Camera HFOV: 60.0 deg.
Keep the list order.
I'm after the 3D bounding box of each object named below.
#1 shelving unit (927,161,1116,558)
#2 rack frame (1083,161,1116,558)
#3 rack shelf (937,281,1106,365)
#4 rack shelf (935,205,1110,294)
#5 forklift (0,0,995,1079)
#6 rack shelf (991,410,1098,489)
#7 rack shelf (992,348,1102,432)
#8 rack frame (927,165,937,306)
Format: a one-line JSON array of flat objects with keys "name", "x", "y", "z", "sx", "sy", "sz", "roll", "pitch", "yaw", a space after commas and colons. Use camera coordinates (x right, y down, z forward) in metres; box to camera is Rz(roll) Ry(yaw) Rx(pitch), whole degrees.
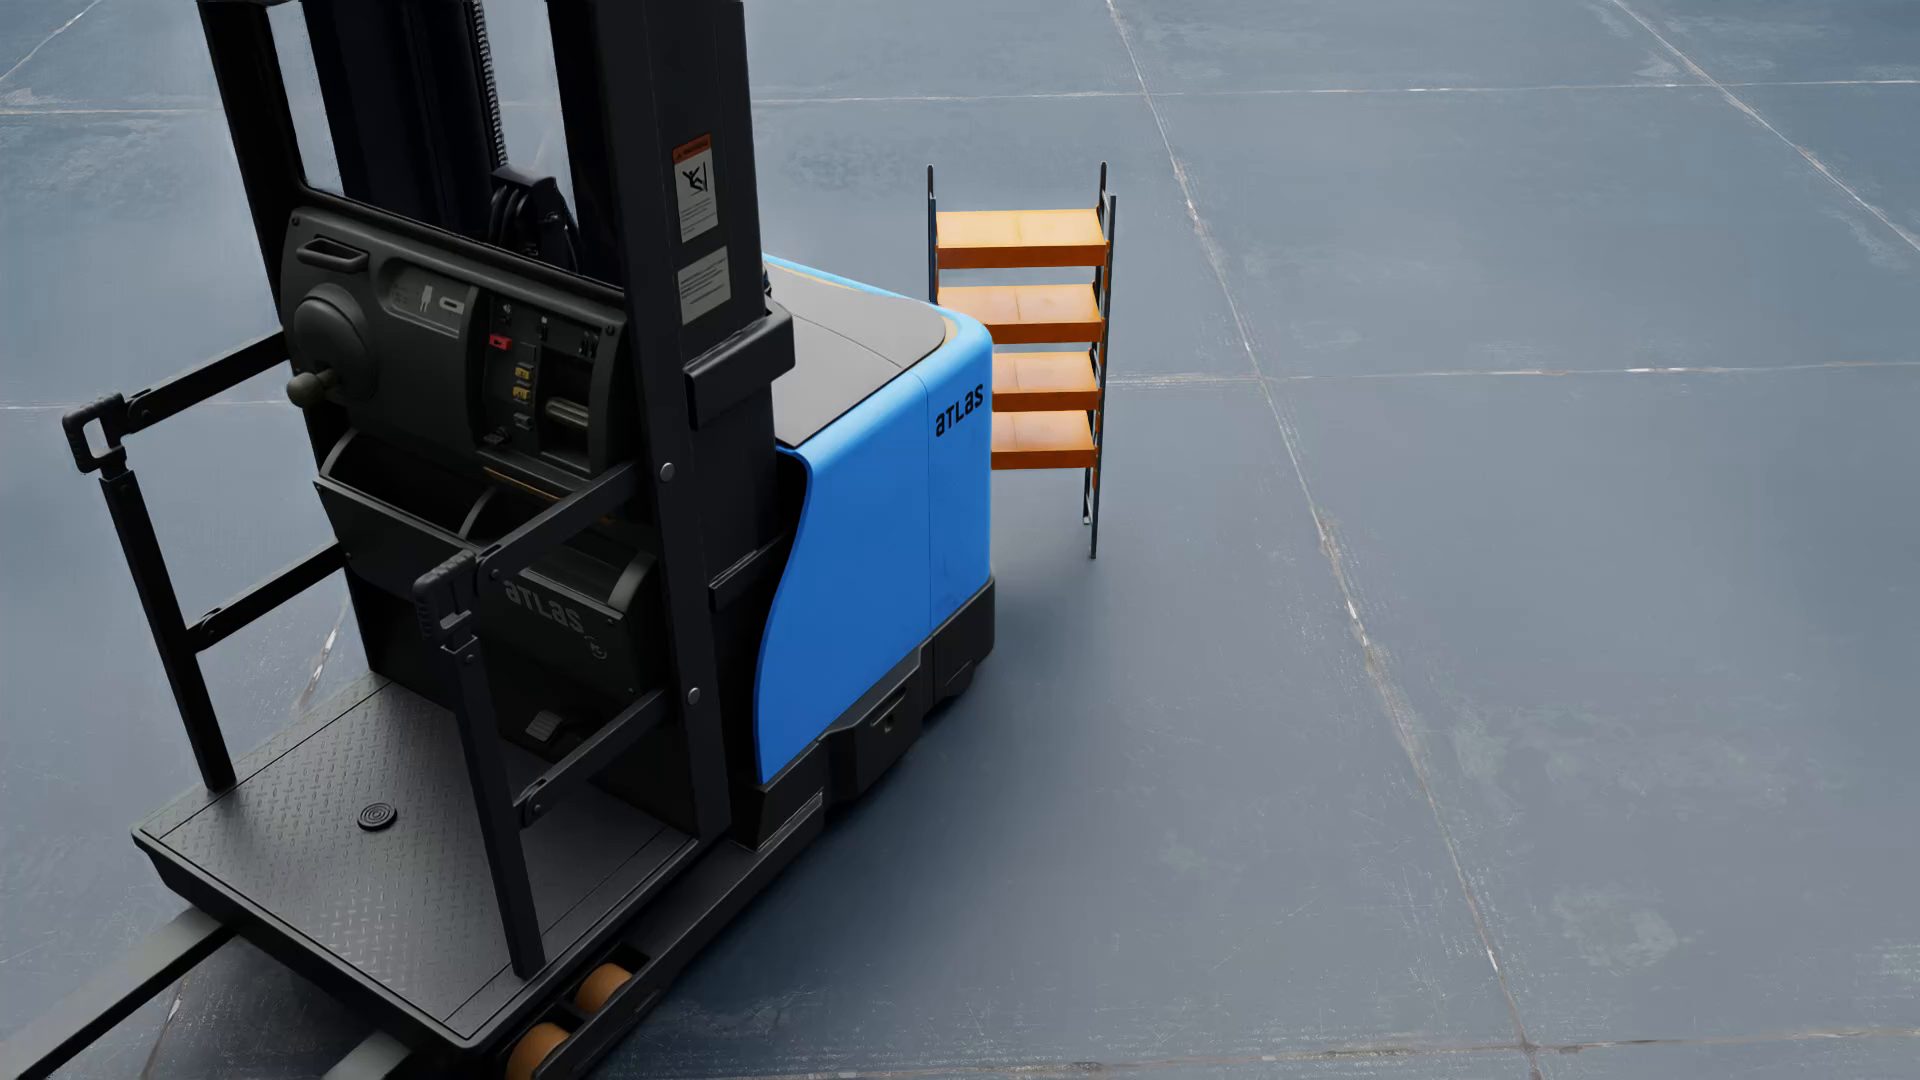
[{"name": "shelving unit", "x": 0.165, "y": -0.498, "z": 4.915, "sx": 0.503, "sy": 1.200, "sz": 0.258, "roll": -2, "pitch": 35, "yaw": -2}, {"name": "rack frame", "x": 0.409, "y": -0.504, "z": 4.924, "sx": 0.015, "sy": 1.200, "sz": 0.240, "roll": -2, "pitch": 35, "yaw": -2}, {"name": "rack shelf", "x": 0.165, "y": -0.626, "z": 4.826, "sx": 0.480, "sy": 0.148, "sz": 0.258, "roll": -2, "pitch": 35, "yaw": -2}, {"name": "rack shelf", "x": 0.165, "y": -0.821, "z": 4.691, "sx": 0.480, "sy": 0.148, "sz": 0.258, "roll": -2, "pitch": 35, "yaw": -2}, {"name": "forklift", "x": -1.135, "y": -0.322, "z": 3.140, "sx": 1.130, "sy": 2.935, "sz": 3.031, "roll": 21, "pitch": 40, "yaw": 27}, {"name": "rack shelf", "x": 0.165, "y": -0.279, "z": 5.066, "sx": 0.480, "sy": 0.148, "sz": 0.258, "roll": -2, "pitch": 35, "yaw": -2}, {"name": "rack shelf", "x": 0.165, "y": -0.443, "z": 4.953, "sx": 0.480, "sy": 0.148, "sz": 0.258, "roll": -2, "pitch": 35, "yaw": -2}, {"name": "rack frame", "x": -0.078, "y": -0.491, "z": 4.905, "sx": 0.015, "sy": 1.200, "sz": 0.240, "roll": -2, "pitch": 35, "yaw": -2}]
